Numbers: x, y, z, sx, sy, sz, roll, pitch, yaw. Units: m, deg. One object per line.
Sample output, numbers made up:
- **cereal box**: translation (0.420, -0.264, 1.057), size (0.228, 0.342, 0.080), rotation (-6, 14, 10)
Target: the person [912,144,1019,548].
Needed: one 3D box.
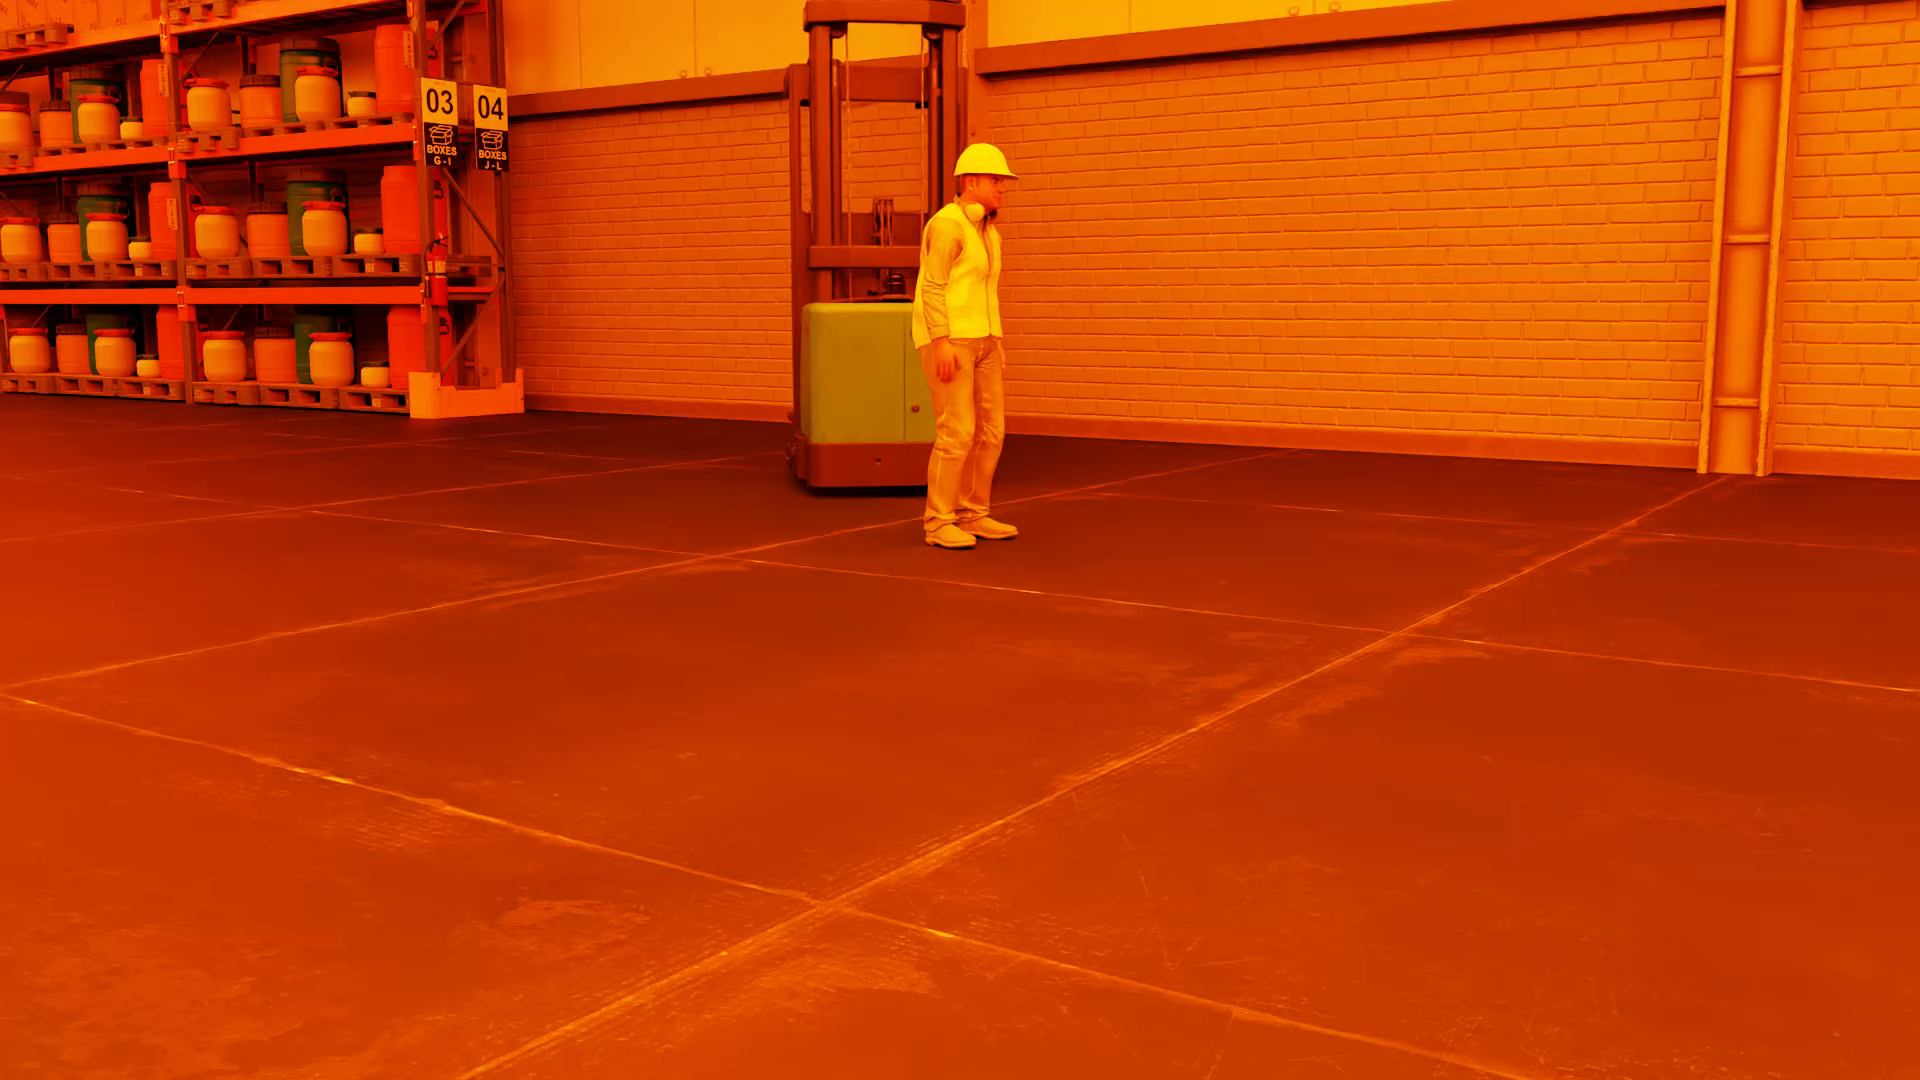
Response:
- **person**: translation (0.030, -0.876, 7.479), size (0.463, 1.770, 0.589), rotation (5, 9, 30)

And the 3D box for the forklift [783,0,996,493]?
- **forklift**: translation (-0.534, -1.889, 10.480), size (1.130, 2.935, 3.031), rotation (-1, 8, -9)
